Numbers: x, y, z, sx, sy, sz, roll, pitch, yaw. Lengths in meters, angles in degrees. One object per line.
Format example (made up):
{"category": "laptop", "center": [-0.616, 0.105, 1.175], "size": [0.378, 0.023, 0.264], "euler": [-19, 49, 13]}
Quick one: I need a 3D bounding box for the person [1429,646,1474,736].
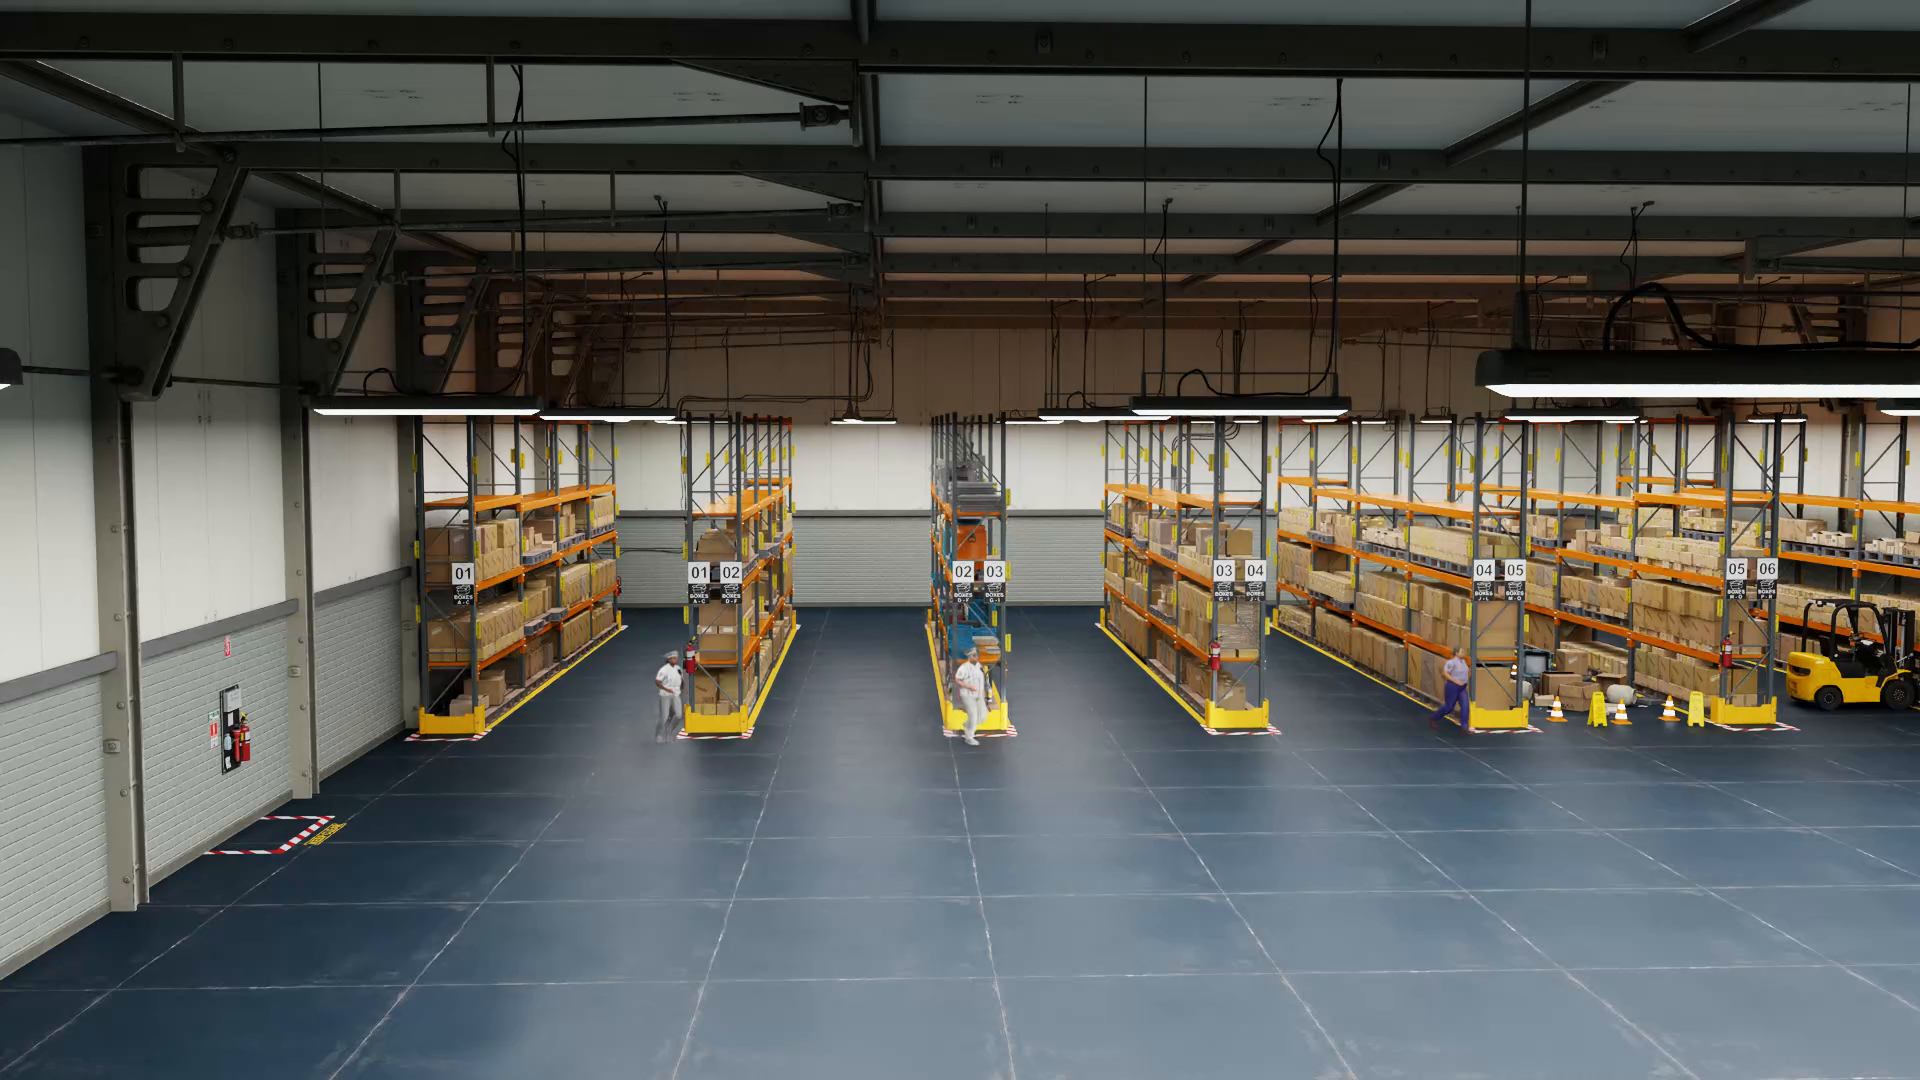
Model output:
{"category": "person", "center": [9.299, 2.792, 31.104], "size": [0.673, 1.622, 0.920], "euler": [-3, 5, -40]}

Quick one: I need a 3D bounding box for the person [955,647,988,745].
{"category": "person", "center": [0.228, 2.813, 30.088], "size": [0.697, 1.762, 0.624], "euler": [-3, 5, -42]}

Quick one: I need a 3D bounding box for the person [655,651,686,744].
{"category": "person", "center": [-5.219, 2.843, 30.166], "size": [0.648, 1.671, 0.596], "euler": [-3, 5, -38]}

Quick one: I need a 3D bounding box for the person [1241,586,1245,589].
{"category": "person", "center": [7.873, 1.836, 45.745], "size": [0.569, 1.550, 0.623], "euler": [0, 4, 7]}
